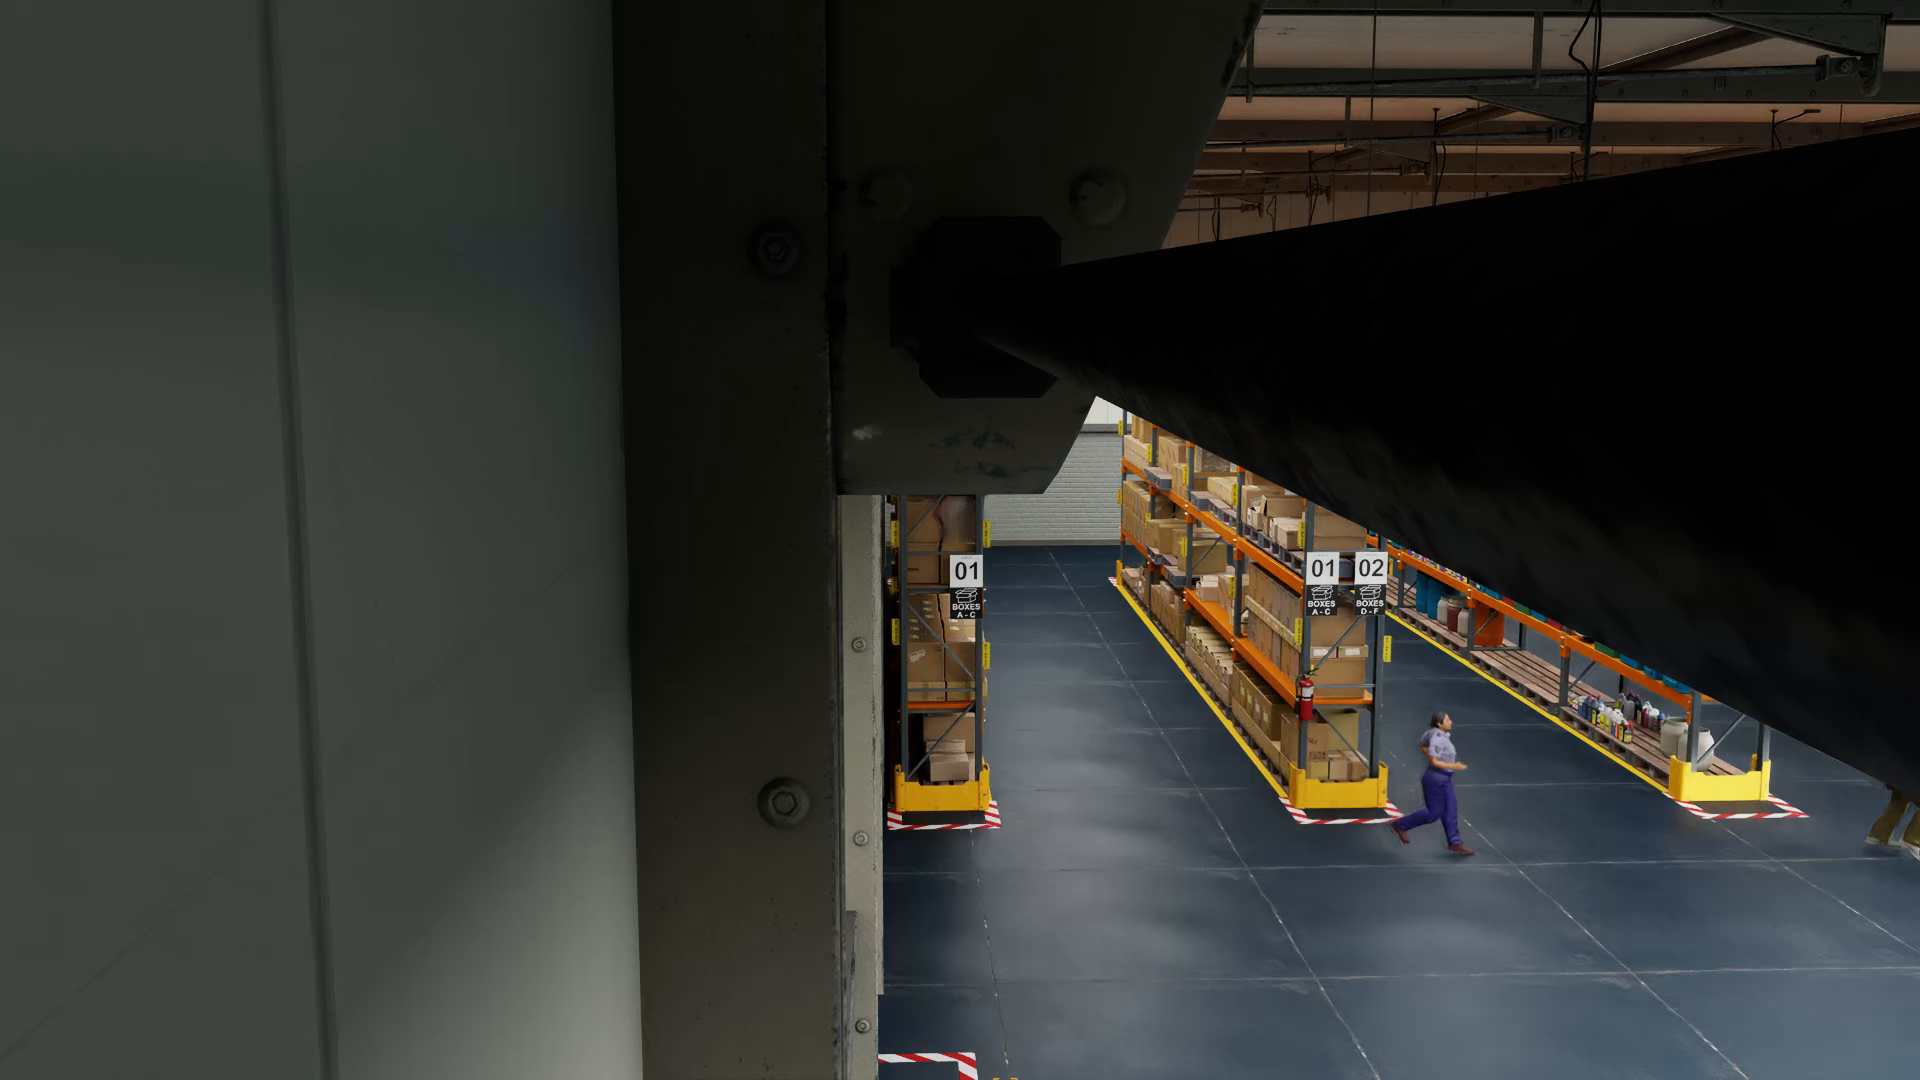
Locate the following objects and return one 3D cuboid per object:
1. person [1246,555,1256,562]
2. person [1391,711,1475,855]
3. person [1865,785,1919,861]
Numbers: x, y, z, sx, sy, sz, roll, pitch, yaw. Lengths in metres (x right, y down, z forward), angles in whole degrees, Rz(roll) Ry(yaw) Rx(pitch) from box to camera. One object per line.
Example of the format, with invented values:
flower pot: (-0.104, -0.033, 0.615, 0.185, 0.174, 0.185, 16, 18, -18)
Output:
person: (6.171, 0.442, 34.287, 0.643, 1.802, 0.801, -2, 9, -12)
person: (5.410, 2.750, 18.923, 0.927, 1.648, 0.613, 3, 9, 18)
person: (10.714, 2.815, 18.773, 0.779, 1.627, 0.695, 5, 10, 28)
